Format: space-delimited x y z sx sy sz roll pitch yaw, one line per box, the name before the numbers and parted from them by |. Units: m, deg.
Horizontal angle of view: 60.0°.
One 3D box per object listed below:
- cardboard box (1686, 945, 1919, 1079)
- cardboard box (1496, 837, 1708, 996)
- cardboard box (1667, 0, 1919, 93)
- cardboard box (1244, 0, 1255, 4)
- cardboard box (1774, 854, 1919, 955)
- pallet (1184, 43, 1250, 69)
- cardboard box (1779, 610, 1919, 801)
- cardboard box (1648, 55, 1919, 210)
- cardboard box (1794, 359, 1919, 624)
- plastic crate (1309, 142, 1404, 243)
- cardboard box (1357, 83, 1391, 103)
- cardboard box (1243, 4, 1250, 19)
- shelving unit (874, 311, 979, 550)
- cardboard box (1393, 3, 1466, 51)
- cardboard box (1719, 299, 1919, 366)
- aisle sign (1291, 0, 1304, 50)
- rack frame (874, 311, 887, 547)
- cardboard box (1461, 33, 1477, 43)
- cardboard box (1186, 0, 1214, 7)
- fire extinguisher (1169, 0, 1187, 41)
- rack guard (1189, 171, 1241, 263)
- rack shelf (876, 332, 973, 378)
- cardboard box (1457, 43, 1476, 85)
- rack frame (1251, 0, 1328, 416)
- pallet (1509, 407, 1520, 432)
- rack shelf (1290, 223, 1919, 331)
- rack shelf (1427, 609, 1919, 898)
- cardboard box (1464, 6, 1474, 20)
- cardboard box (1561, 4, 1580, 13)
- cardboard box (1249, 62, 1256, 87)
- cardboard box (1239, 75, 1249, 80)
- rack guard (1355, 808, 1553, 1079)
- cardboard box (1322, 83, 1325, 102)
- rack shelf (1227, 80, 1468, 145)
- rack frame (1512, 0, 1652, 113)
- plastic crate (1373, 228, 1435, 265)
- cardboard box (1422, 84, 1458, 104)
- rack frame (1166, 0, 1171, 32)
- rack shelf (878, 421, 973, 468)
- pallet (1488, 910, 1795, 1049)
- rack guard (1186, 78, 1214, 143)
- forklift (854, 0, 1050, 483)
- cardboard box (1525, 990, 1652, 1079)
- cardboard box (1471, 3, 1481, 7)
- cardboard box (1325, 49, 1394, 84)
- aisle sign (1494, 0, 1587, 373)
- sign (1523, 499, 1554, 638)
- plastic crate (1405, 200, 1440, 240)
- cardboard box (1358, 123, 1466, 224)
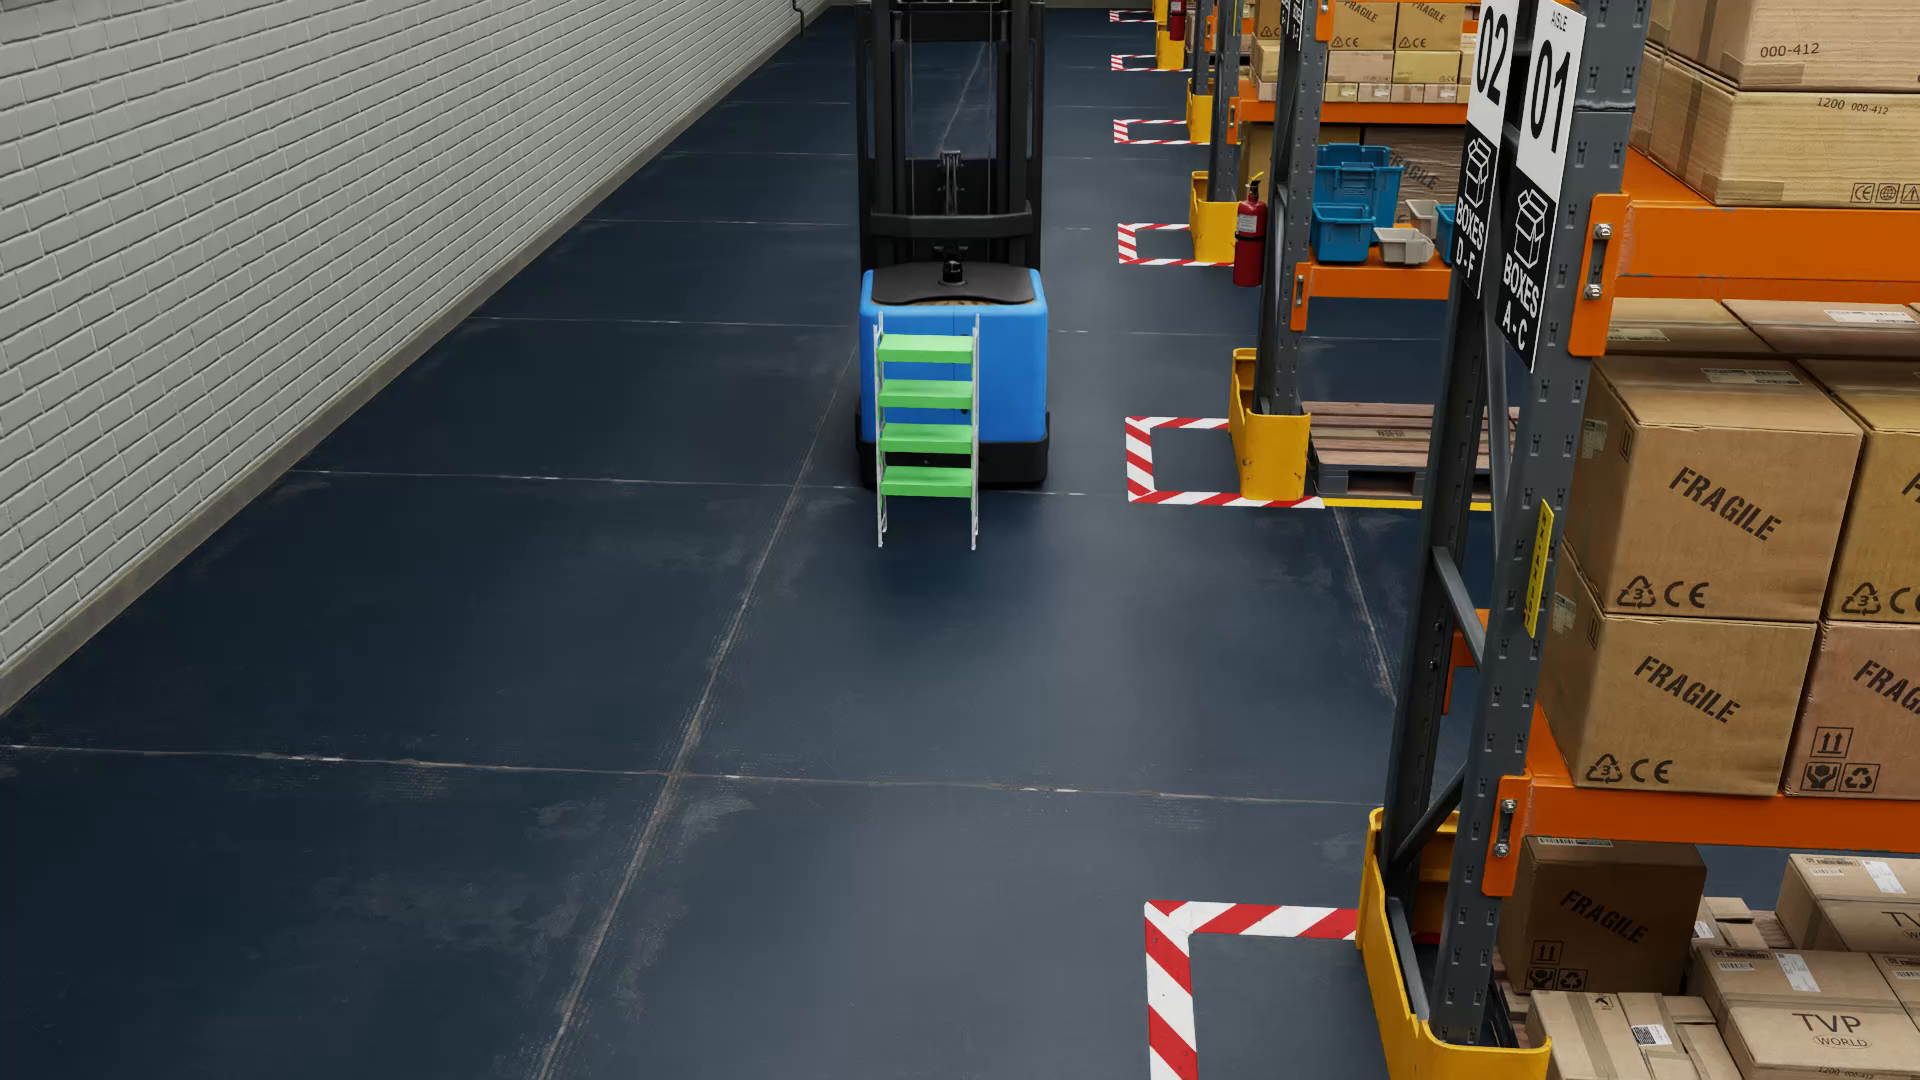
cardboard box | 2.441 1.437 4.801 0.500 0.250 0.500 2 25 4
cardboard box | 1.984 1.087 5.264 0.500 0.500 0.500 2 25 4
cardboard box | 1.915 -1.160 3.676 0.500 0.250 0.500 2 25 4
cardboard box | 3.092 -6.007 17.742 0.500 0.500 0.500 3 25 6
cardboard box | 2.928 1.243 5.223 0.500 0.250 0.500 2 25 4
pallet | 3.747 -6.763 23.195 1.213 0.211 1.003 2 25 4
cardboard box | 2.360 0.329 4.326 0.500 0.500 0.500 2 25 3
cardboard box | 1.915 -0.936 3.786 0.500 0.250 0.500 2 25 4
cardboard box | 2.367 -0.126 4.119 0.500 0.500 0.500 2 25 5
plastic crate | 2.154 -1.939 9.260 0.499 0.435 0.616 2 25 4
cardboard box | 3.285 -3.606 13.299 0.250 0.149 0.380 1 25 3
cardboard box | 2.963 -5.695 17.839 0.250 0.149 0.380 2 25 4
shelving unit | -0.165 -0.550 8.511 0.503 1.200 0.258 2 25 4
cardboard box | 3.658 -4.142 13.090 0.500 0.500 0.500 1 25 3
cardboard box | 2.391 -0.348 4.602 0.500 0.500 0.500 3 25 5
aisle sign | 1.711 -2.888 8.327 0.004 0.787 0.394 2 25 4
rack frame | -0.408 -0.558 8.528 0.015 1.200 0.240 2 25 4
cardboard box | 4.221 -4.007 13.693 0.500 0.250 0.500 2 25 4
cardboard box | 3.922 -9.089 27.399 0.637 0.503 0.797 1 25 2
fire extinguisher | 2.449 -5.952 18.636 0.183 0.674 0.296 2 25 4
rack guard | 2.161 -2.758 14.145 0.348 0.500 1.175 2 25 4
rack shelf | -0.165 -0.928 8.337 0.480 0.148 0.258 2 25 4
cardboard box | 4.183 -3.786 13.212 0.500 0.250 0.500 1 25 3
rack frame | 1.805 -1.828 9.134 0.127 3.000 1.000 2 25 4
pallet | 3.838 -0.479 9.538 1.213 0.211 1.003 2 25 4
rack shelf | 3.800 -1.437 9.146 4.000 0.370 1.077 2 25 4
rack shelf | 3.417 0.627 4.659 4.000 0.370 1.077 2 25 4
cardboard box | 5.295 -5.637 17.712 0.250 0.149 0.380 1 25 2
cardboard box | 4.705 -4.328 13.493 0.500 0.500 0.500 1 25 2
cardboard box | 2.565 -3.904 13.947 0.250 0.149 0.380 2 25 5
cardboard box | 3.162 -4.964 18.146 0.250 0.149 0.380 1 25 2
rack guard | 1.498 1.374 5.165 0.348 0.500 1.175 2 25 4
cardboard box | 2.769 -3.622 13.333 0.250 0.149 0.380 1 25 3
rack shelf | 4.179 -3.502 13.632 4.000 0.370 1.077 2 25 4
rack frame | 1.423 -2.489 3.394 0.127 3.000 1.000 2 25 4
plastic crate | 2.340 -1.546 8.764 0.298 0.136 0.250 2 25 4
cardboard box | 3.796 -3.589 13.262 0.250 0.149 0.380 2 25 3
rack frame | 2.943 -8.023 22.597 0.127 3.000 1.000 2 25 4
rack shelf | -0.165 -0.492 8.537 0.480 0.148 0.258 2 25 4
pallet | 2.293 1.531 5.171 1.213 0.211 1.003 2 25 4
rack guard | 2.741 -4.818 18.624 0.348 0.500 1.175 2 25 4
forklift | -0.065 -2.217 10.062 1.130 2.935 3.031 -1 25 -1
cardboard box | 1.814 1.488 4.812 0.250 0.149 0.380 2 25 4
cardboard box | 5.632 -5.924 17.560 0.500 0.500 0.500 1 25 3
cardboard box | 3.161 -3.818 13.282 0.500 0.250 0.500 2 25 3
aisle sign | 1.332 -0.824 3.843 0.004 0.787 0.394 2 25 4
sign | 1.381 0.069 3.976 0.005 0.325 0.100 2 25 4
plastic crate | 2.632 -1.785 9.284 0.243 0.136 0.396 2 25 4
cardboard box | 3.736 -3.102 13.942 0.875 0.875 0.875 2 25 4
